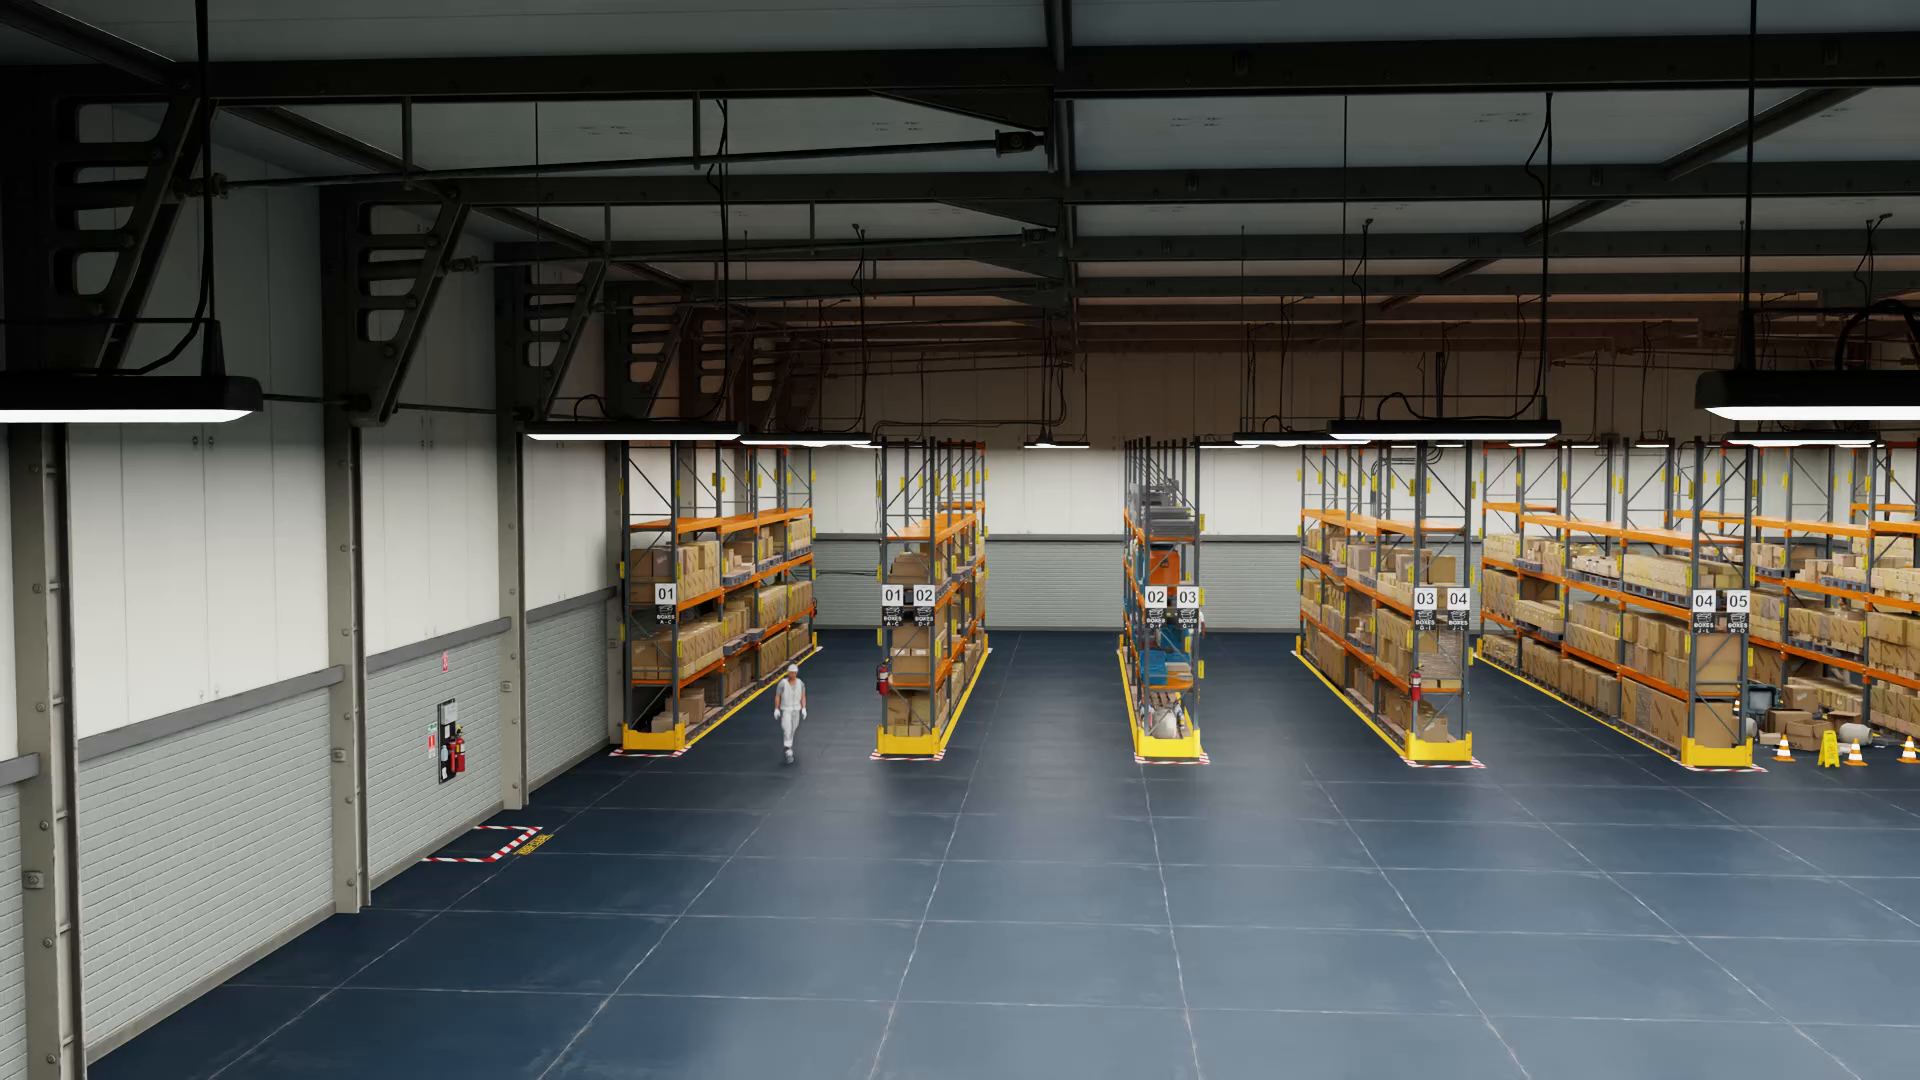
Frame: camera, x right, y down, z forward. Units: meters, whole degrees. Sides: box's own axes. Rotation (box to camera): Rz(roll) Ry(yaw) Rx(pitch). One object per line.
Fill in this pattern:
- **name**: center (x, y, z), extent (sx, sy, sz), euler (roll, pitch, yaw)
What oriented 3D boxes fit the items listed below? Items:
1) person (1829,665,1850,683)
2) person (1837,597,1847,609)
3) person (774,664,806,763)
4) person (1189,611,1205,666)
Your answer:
- **person**: center (21.255, 2.776, 40.093), extent (0.603, 1.615, 0.774), euler (0, 3, 6)
- **person**: center (24.849, 2.399, 46.782), extent (1.002, 1.627, 0.440), euler (0, 3, 4)
- **person**: center (-3.124, 3.179, 30.840), extent (0.563, 1.759, 0.898), euler (-2, 4, -32)
- **person**: center (6.183, 2.490, 44.106), extent (0.627, 1.796, 0.625), euler (0, 3, 0)
